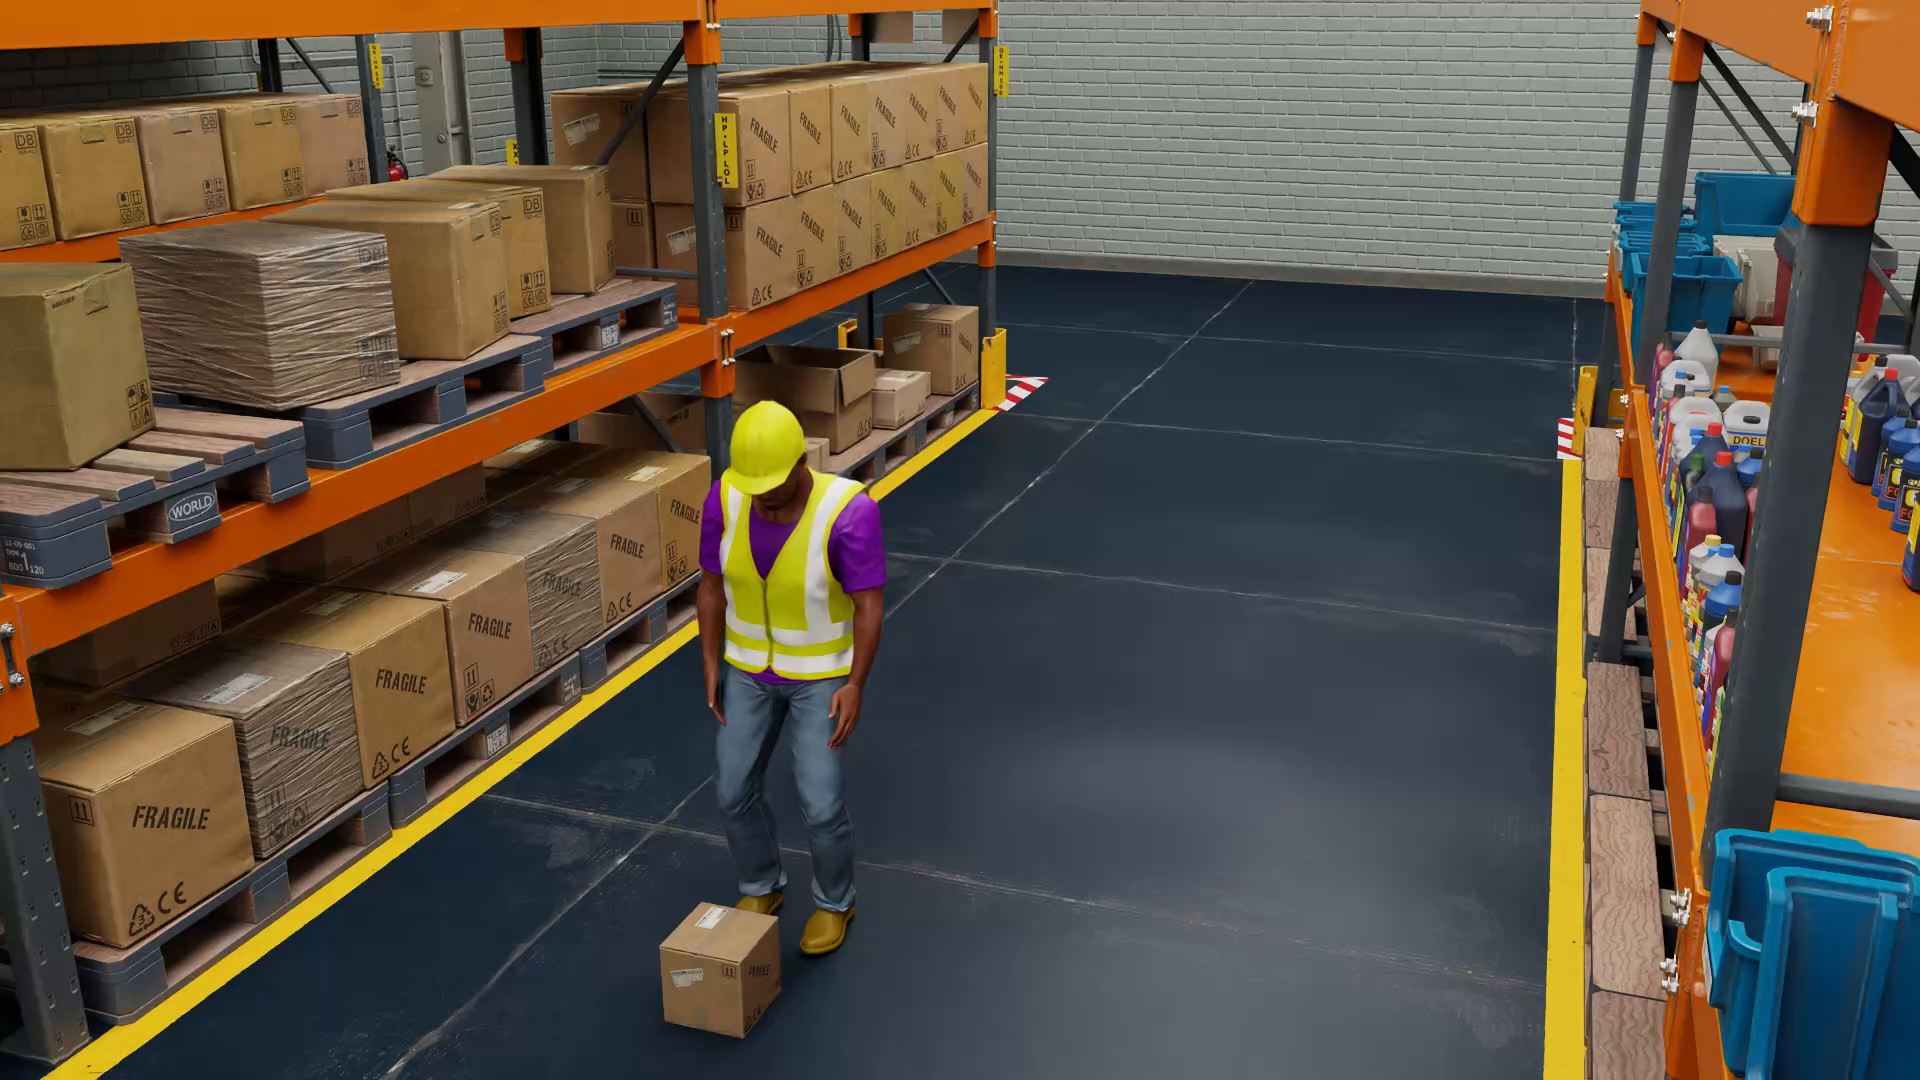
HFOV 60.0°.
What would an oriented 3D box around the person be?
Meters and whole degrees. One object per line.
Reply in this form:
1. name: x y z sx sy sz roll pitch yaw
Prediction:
1. person: -0.496 0.413 4.940 0.595 1.676 0.434 7 20 20
